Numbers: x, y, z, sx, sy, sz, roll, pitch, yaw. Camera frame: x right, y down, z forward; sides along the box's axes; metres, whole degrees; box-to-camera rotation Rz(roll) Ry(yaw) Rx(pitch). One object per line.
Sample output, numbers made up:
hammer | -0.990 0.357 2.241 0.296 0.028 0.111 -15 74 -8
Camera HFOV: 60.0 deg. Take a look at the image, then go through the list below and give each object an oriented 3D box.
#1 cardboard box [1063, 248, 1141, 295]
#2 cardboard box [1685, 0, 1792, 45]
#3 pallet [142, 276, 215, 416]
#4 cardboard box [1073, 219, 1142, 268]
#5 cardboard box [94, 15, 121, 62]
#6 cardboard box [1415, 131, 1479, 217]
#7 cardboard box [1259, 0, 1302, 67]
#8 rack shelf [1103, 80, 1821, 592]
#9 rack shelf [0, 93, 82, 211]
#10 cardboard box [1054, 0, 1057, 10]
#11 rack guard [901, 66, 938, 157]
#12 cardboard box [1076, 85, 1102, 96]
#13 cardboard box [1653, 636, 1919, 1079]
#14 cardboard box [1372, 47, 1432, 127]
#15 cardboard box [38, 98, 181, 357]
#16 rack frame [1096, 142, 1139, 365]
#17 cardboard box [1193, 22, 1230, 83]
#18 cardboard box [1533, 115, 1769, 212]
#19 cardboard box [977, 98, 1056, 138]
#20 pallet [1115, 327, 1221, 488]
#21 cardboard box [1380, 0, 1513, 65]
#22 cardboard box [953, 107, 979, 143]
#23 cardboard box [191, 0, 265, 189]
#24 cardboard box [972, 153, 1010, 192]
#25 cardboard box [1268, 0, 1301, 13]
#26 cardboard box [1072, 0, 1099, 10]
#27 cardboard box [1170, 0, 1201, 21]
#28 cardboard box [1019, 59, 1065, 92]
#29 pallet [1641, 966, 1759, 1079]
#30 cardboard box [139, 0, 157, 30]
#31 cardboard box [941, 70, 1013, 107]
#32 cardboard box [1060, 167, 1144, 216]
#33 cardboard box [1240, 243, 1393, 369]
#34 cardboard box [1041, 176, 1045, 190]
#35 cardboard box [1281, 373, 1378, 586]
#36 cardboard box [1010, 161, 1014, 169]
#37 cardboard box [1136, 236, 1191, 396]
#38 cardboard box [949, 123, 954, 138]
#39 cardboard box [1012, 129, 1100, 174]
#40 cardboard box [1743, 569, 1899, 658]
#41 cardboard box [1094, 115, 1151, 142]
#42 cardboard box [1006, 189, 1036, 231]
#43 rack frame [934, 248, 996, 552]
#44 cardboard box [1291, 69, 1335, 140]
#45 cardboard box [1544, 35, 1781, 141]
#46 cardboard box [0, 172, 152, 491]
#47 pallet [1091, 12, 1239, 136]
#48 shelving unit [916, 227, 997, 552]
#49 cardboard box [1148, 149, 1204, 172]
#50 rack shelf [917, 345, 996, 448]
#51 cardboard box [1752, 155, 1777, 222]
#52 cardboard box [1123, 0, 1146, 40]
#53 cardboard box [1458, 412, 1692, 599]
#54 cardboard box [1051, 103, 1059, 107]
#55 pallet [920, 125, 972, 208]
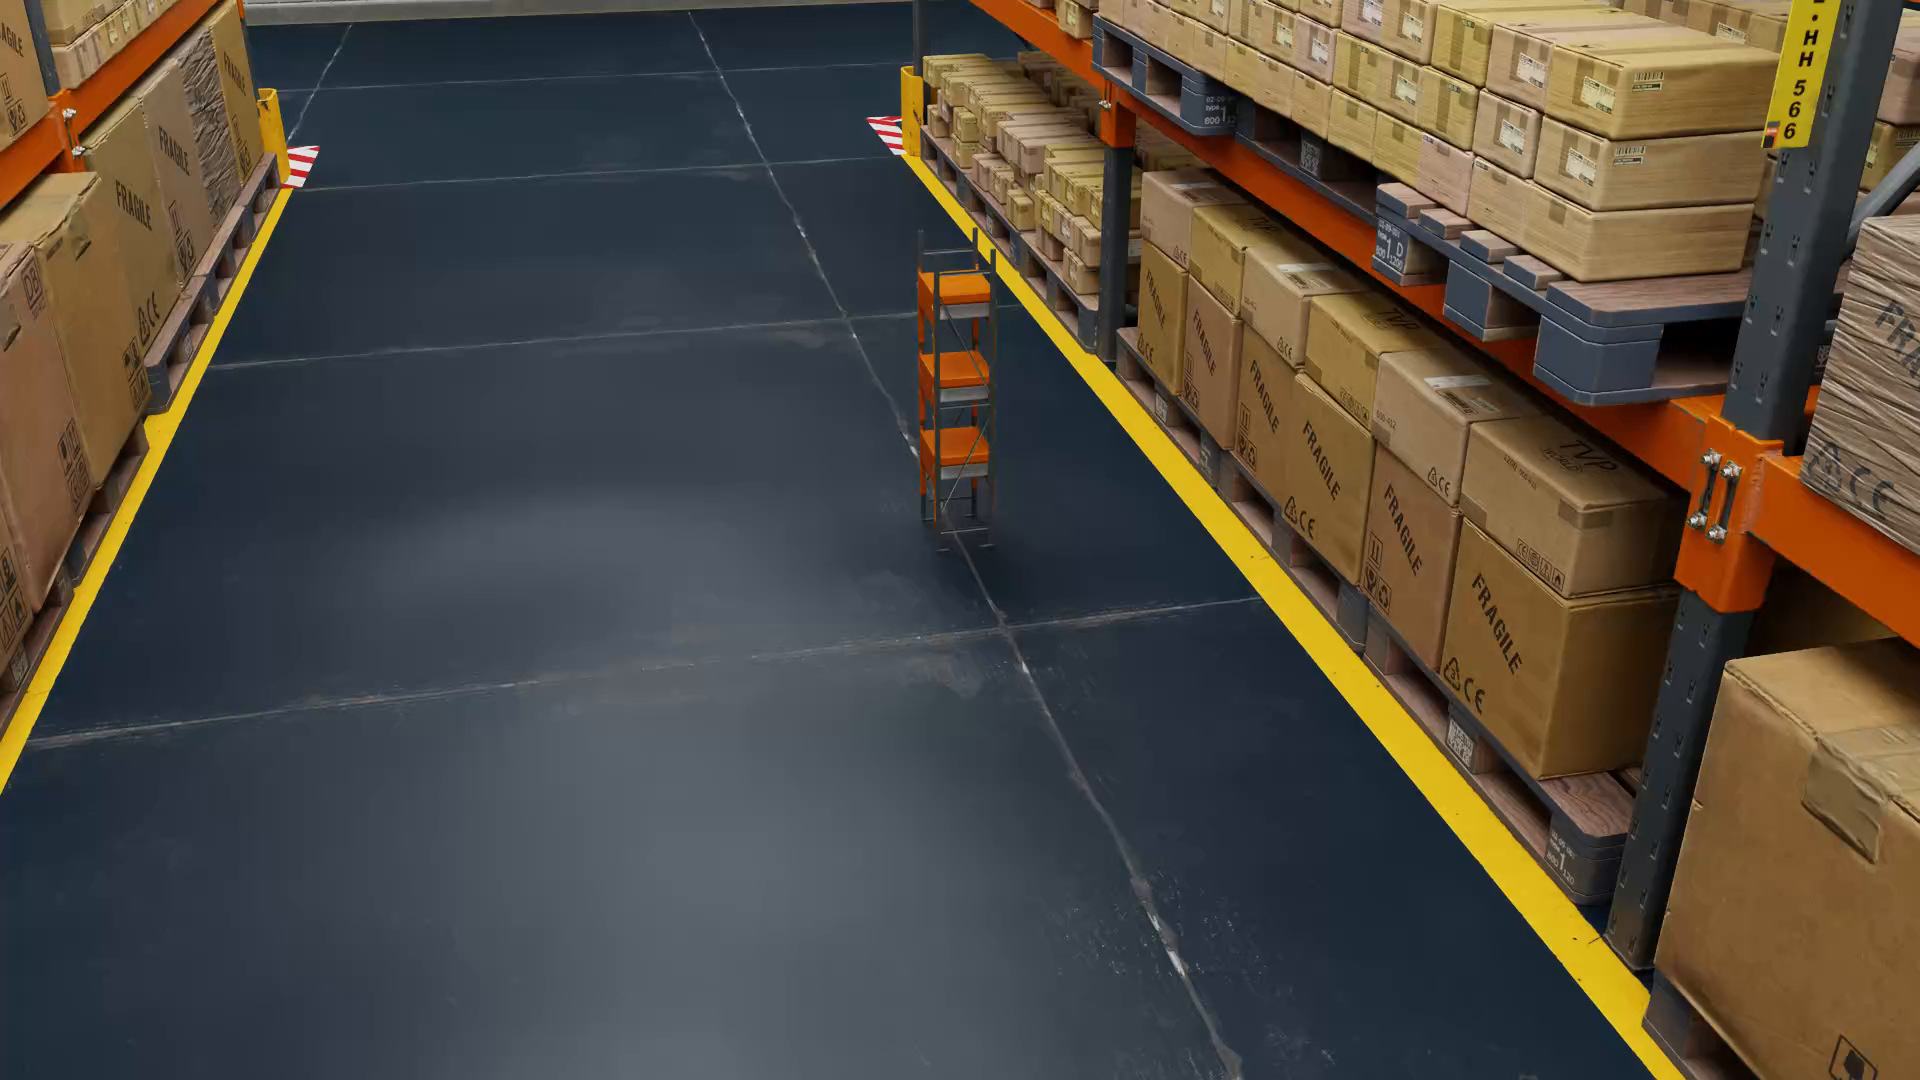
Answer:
cardboard box | 0.684 -1.234 7.565 0.380 0.149 0.250 -6 27 -11
cardboard box | 1.976 -1.215 3.981 0.380 0.149 0.250 -6 27 -12
pallet | -3.846 -0.820 7.140 1.003 0.211 1.213 -6 27 -12
cardboard box | 0.723 -1.336 7.435 0.380 0.149 0.250 -5 27 -11
cardboard box | -3.613 -2.005 6.673 0.380 0.149 0.250 -5 27 -10
cardboard box | 1.334 -0.893 4.004 0.380 0.149 0.250 -5 27 -11
cardboard box | 1.099 -1.484 4.844 0.380 0.149 0.250 -6 28 -13
rack shelf | 1.555 -0.983 5.167 1.077 0.370 4.000 -6 27 -12
rack shelf | -3.301 -0.524 4.257 1.077 0.370 4.000 -6 27 -12
cardboard box | 0.654 -2.517 7.687 0.380 0.149 0.250 -7 28 -13
rack guard | 0.220 -2.789 10.720 1.175 0.500 0.348 -6 27 -12
cardboard box | 0.863 -2.462 9.337 0.380 0.149 0.250 -5 27 -10
cardboard box | 2.055 0.667 3.130 1.050 0.750 0.750 -6 27 -12
cardboard box | 1.271 -1.147 4.176 0.380 0.149 0.250 -6 27 -11
cardboard box | -3.822 -1.260 6.809 0.875 0.875 0.875 -6 27 -12
rack frame | 1.104 -2.182 6.744 1.000 3.000 0.127 -6 27 -12
cardboard box | 0.979 -1.585 5.373 0.380 0.149 0.250 -7 28 -14
cardboard box | 1.450 -0.805 3.498 0.380 0.149 0.250 -5 27 -11
cardboard box | 0.305 -2.278 8.972 0.380 0.149 0.250 -6 27 -11
pallet | 1.281 -0.596 6.696 1.003 0.211 1.213 -6 27 -12
cardboard box | 1.271 -1.278 4.105 0.380 0.149 0.250 -5 27 -10
cardboard box | 0.171 -2.382 9.507 0.380 0.149 0.250 -5 27 -10
cardboard box | -4.431 -2.445 9.157 0.875 0.875 0.875 -6 27 -12
cardboard box | 0.283 -2.032 9.144 0.380 0.149 0.250 -7 28 -14
cardboard box | 1.101 -1.618 4.779 0.380 0.149 0.250 -5 27 -10
cardboard box | 0.720 -2.543 7.019 0.500 0.500 0.500 -6 27 -12
cardboard box | 0.923 -1.830 5.529 0.380 0.149 0.250 -7 28 -14
cardboard box | 0.569 -2.796 9.997 0.380 0.149 0.250 -5 27 -11
pallet | 2.110 1.173 3.193 1.003 0.211 1.213 -6 27 -12
cardboard box | -3.786 -2.343 7.342 0.380 0.149 0.250 -6 27 -11
cardboard box | 0.101 -2.622 9.652 0.380 0.149 0.250 -6 27 -12
cardboard box | 0.674 -1.600 7.629 0.380 0.149 0.250 -6 27 -11
cardboard box | 1.246 -0.779 5.441 0.500 0.250 0.500 -5 27 -10
cardboard box | 0.612 -1.689 8.135 0.380 0.149 0.250 -6 27 -11
cardboard box | 1.354 -0.219 5.163 0.500 0.500 0.500 -7 28 -14
cardboard box | 0.476 -2.040 8.831 0.380 0.149 0.250 -5 27 -9
cardboard box | 1.012 -0.902 6.517 0.500 0.500 0.500 -5 27 -10
cardboard box | 0.147 -2.484 10.040 0.380 0.149 0.250 -6 27 -12
cardboard box | 0.477 -1.940 8.303 0.380 0.149 0.250 -7 28 -14
cardboard box | 2.094 0.166 4.400 0.500 0.500 0.500 -7 28 -14
cardboard box | 0.918 -2.111 8.641 0.380 0.149 0.250 -7 28 -14
cardboard box | 0.450 -1.689 8.465 0.380 0.149 0.250 -6 27 -12
rack frame | 0.015 -0.439 5.454 0.200 1.050 0.008 -6 27 -12
cardboard box | 1.162 -1.235 4.680 0.380 0.149 0.250 -5 27 -10
cardboard box | 1.448 -0.936 3.427 0.380 0.149 0.250 -7 28 -14
cardboard box | -3.588 -0.683 5.666 1.225 0.875 0.875 -6 27 -11
pallet | 1.134 -1.746 6.093 1.003 0.211 1.213 -6 27 -12
shelving unit | -0.012 -0.492 5.560 0.215 1.050 0.252 -6 27 -12
cardboard box | 1.119 -1.768 7.961 0.380 0.149 0.250 -6 27 -12
rack shelf | -0.012 -0.483 5.565 0.215 0.259 0.240 -6 27 -12
cardboard box | 2.041 -0.836 3.890 0.380 0.149 0.250 -5 27 -9
cardboard box | 0.813 -1.917 6.031 0.380 0.149 0.250 -6 27 -11
cardboard box | 1.596 -0.106 4.107 0.500 0.250 0.500 -7 28 -13
cardboard box | 0.679 -2.427 9.596 0.380 0.149 0.250 -6 27 -12
pallet | 0.368 -2.300 10.072 1.003 0.211 1.213 -6 27 -12
